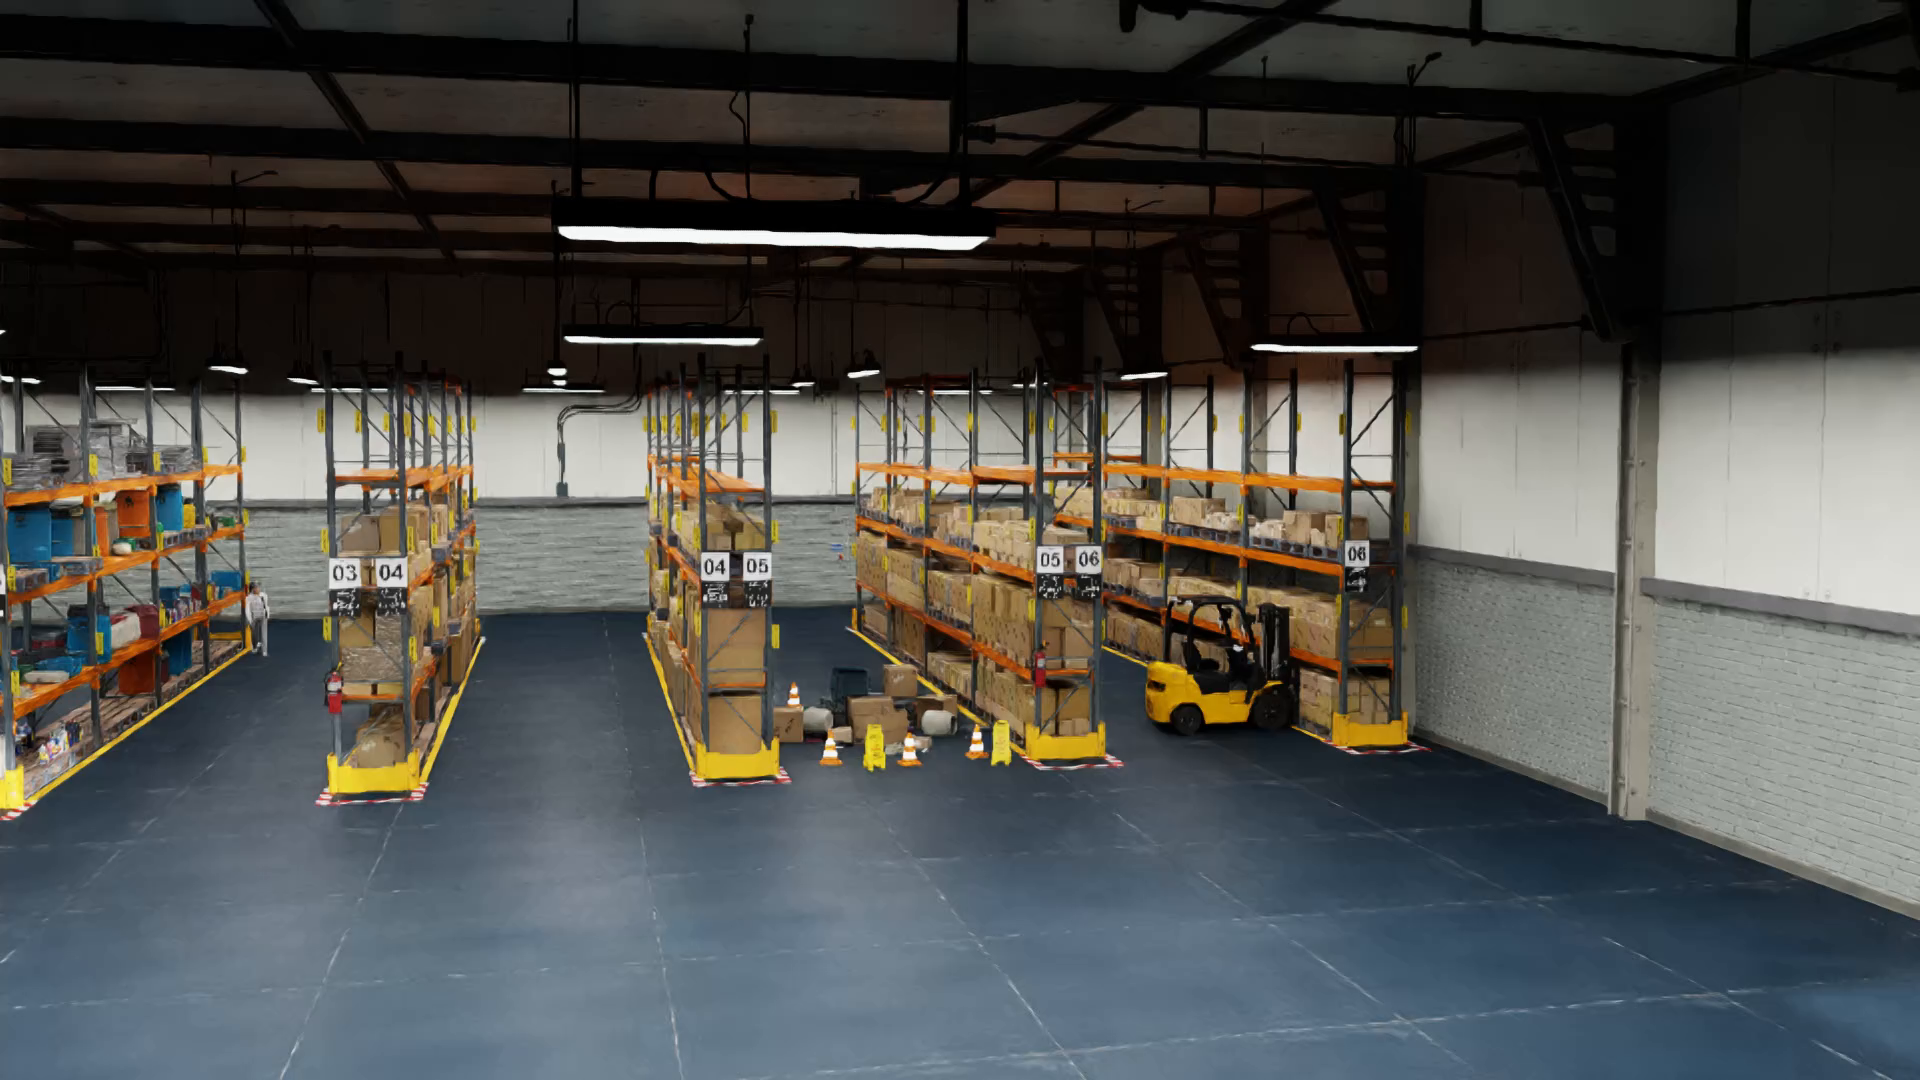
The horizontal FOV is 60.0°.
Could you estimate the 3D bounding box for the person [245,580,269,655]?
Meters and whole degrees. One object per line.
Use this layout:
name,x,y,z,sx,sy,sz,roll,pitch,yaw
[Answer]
person,-15.206,1.673,35.967,0.482,1.622,0.979,-2,4,-22

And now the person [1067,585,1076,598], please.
person,3.015,1.153,42.837,0.540,1.758,0.647,-3,5,-38

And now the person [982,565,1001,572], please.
person,0.875,0.936,45.849,0.650,1.739,0.447,3,5,39
